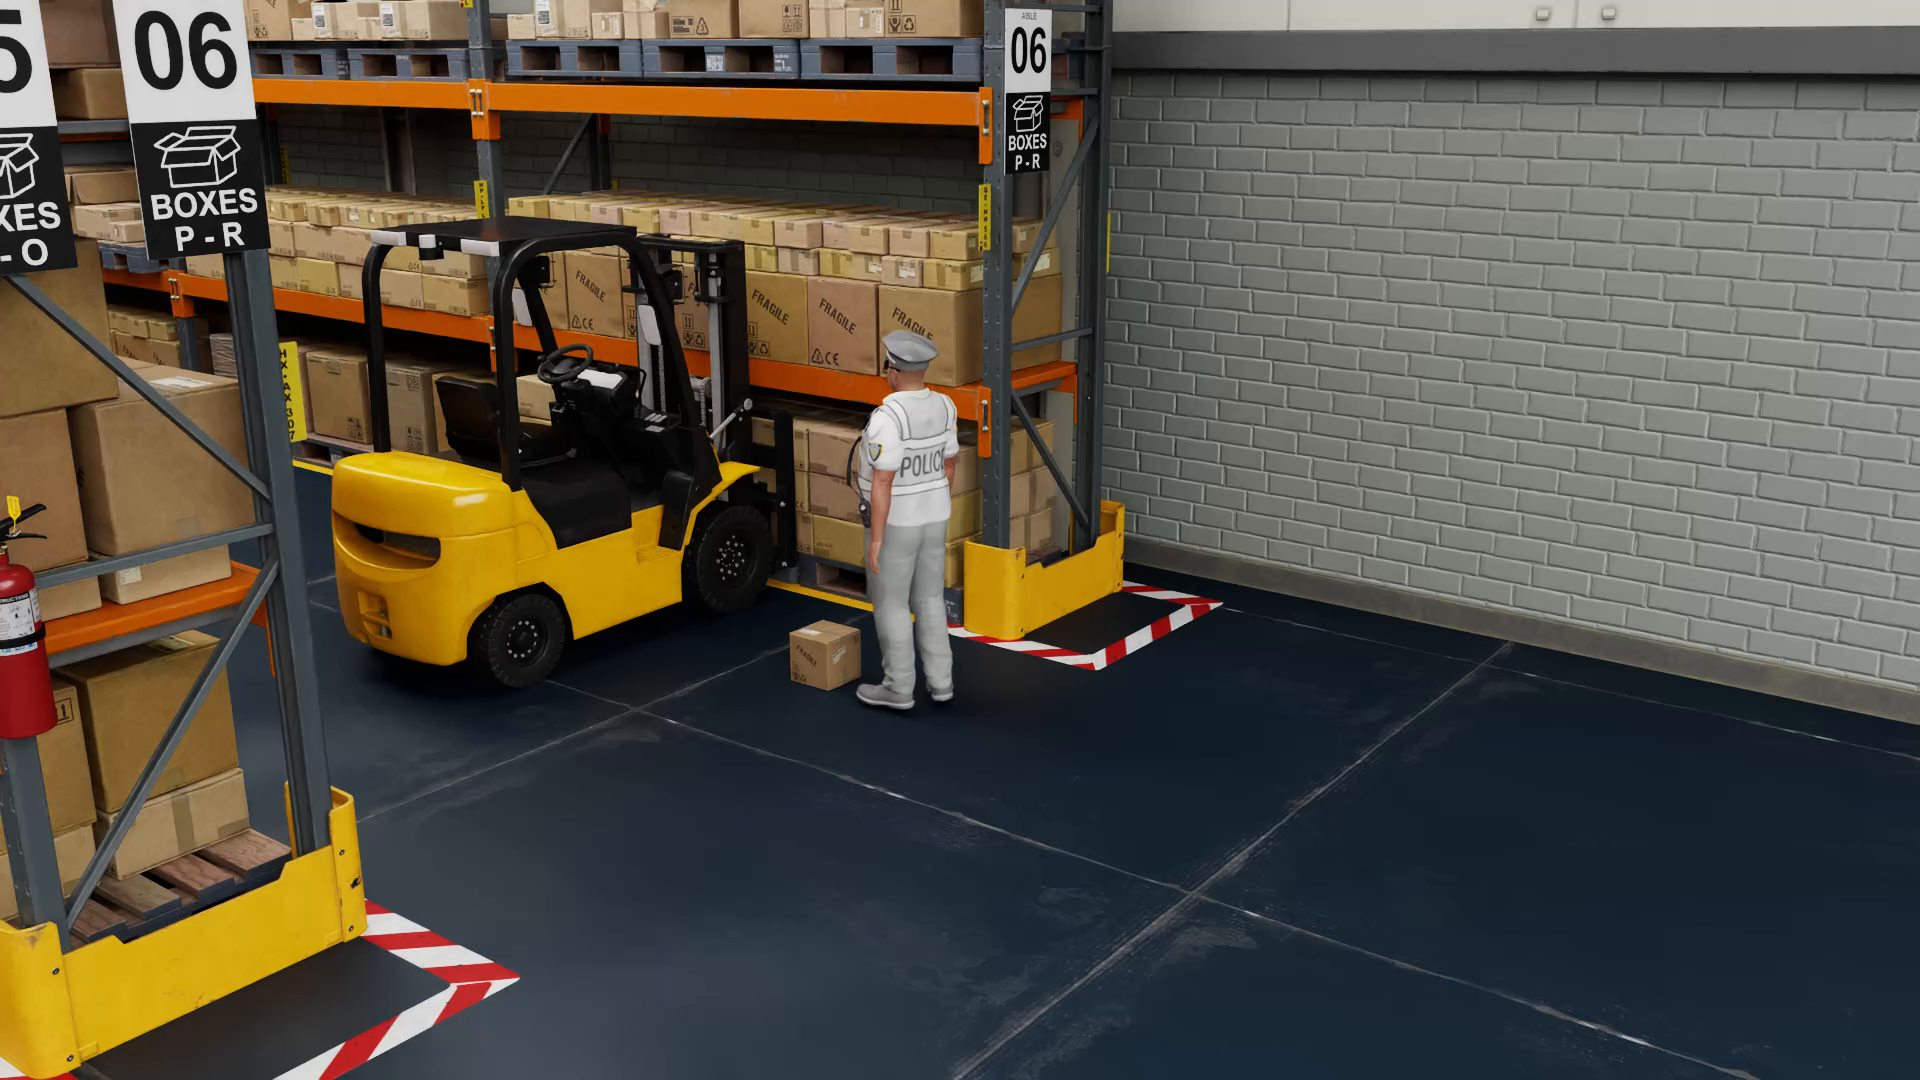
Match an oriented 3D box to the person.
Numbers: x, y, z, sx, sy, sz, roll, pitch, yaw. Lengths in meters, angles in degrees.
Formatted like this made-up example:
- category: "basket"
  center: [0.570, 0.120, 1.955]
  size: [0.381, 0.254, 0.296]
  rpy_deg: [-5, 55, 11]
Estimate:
- category: "person"
  center: [-0.250, -0.089, 7.731]
  size: [0.419, 1.778, 0.564]
  rpy_deg: [15, 22, 42]
